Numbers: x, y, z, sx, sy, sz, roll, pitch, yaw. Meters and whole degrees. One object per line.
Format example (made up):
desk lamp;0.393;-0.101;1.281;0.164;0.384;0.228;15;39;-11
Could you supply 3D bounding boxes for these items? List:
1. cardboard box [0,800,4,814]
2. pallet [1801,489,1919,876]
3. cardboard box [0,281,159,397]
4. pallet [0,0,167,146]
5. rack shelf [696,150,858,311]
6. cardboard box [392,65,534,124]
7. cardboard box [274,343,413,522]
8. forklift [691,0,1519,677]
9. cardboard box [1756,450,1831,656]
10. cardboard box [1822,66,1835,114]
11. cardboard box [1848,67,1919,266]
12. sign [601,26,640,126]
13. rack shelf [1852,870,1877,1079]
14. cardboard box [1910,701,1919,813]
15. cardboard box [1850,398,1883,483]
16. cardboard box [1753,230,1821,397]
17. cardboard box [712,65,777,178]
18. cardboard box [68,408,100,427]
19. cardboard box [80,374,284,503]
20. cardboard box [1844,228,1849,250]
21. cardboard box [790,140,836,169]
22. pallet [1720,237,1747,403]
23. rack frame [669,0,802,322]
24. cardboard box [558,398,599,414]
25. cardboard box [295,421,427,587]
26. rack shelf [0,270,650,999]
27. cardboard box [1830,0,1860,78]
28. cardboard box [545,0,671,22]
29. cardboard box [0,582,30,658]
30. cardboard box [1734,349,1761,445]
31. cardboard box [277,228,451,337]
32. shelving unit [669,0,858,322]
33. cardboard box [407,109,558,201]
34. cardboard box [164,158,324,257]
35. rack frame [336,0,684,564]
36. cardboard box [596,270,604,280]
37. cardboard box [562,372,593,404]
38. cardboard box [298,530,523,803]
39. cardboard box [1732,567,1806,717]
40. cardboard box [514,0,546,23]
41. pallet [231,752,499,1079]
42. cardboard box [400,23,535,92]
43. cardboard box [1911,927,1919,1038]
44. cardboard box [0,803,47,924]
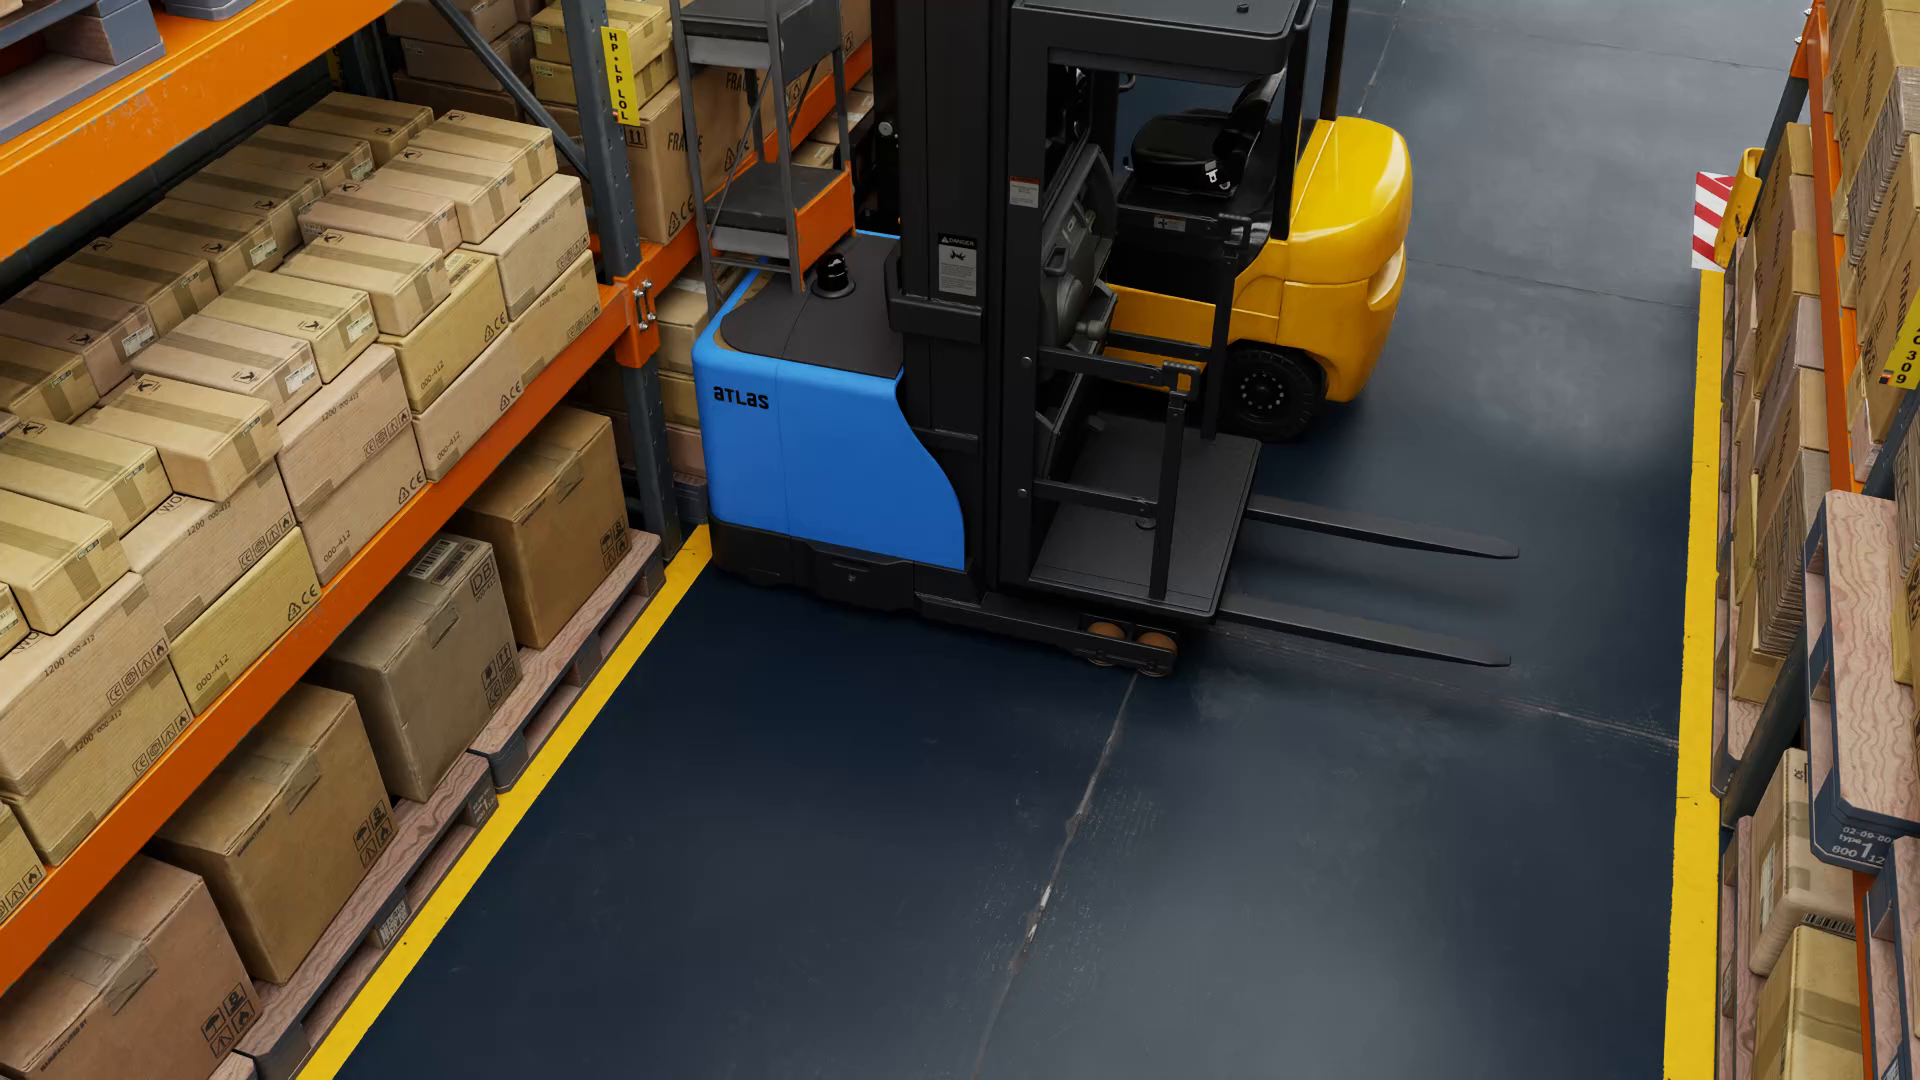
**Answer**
cardboard box;-2.423;0.590;3.478;0.500;0.250;0.500;15;43;16
pallet;2.659;0.411;4.105;1.003;0.211;1.213;13;42;15
cardboard box;-2.416;-0.547;4.504;0.380;0.149;0.250;13;42;15
pallet;-2.449;-0.941;3.377;1.003;0.211;1.213;15;43;17
rack shelf;-0.683;-1.129;6.325;0.431;0.518;0.480;11;36;18
cardboard box;-1.709;-1.567;6.199;0.500;0.500;0.500;13;42;15
cardboard box;-1.886;-0.346;4.575;0.500;0.250;0.500;14;42;16
forklift;0.598;-0.996;5.659;3.031;2.935;1.130;11;42;13
cardboard box;3.007;0.085;5.557;0.500;0.500;0.500;13;42;14
cardboard box;3.744;-1.833;6.781;0.380;0.149;0.250;14;42;16
cardboard box;3.318;-1.206;5.546;0.500;0.500;0.500;14;43;16
sign;-1.096;-1.491;5.355;0.100;0.325;0.005;13;42;15
rack shelf;2.373;1.398;3.355;1.077;0.370;4.000;13;42;15
cardboard box;2.274;0.420;3.317;0.500;0.500;0.500;13;42;15
cardboard box;2.880;-0.264;4.942;0.380;0.149;0.250;13;42;15
cardboard box;3.527;-0.865;6.670;0.500;0.500;0.500;14;42;16
cardboard box;-1.049;-1.767;6.433;0.500;0.500;0.500;14;42;16
cardboard box;-2.558;-0.147;4.341;0.500;0.250;0.500;13;42;14
cardboard box;-1.944;-0.257;4.164;0.380;0.149;0.250;12;42;14
cardboard box;3.340;-1.034;5.844;0.380;0.149;0.250;13;42;14
cardboard box;-0.805;-1.530;7.257;0.500;0.250;0.500;15;43;17
pallet;4.088;-0.941;7.690;1.003;0.211;1.213;13;42;15
rack frame;-0.771;-1.010;6.131;0.400;2.100;0.015;11;36;18
cardboard box;-1.633;-0.650;6.995;0.500;0.250;0.500;14;42;16
cardboard box;-1.901;-0.169;4.752;0.500;0.250;0.500;14;42;15
rack shelf;-2.293;0.298;4.643;1.077;0.370;4.000;13;42;15
cardboard box;3.828;-2.143;6.644;0.500;0.500;0.500;15;43;16
cardboard box;-1.233;-1.905;5.866;0.380;0.149;0.250;14;42;16
cardboard box;-2.302;0.183;3.648;0.380;0.149;0.250;14;42;16
cardboard box;3.532;-0.573;6.906;0.500;0.250;0.500;16;43;18
cardboard box;-1.687;-0.733;4.722;0.380;0.149;0.250;12;42;14
shelving unit;-0.684;-1.140;6.318;0.431;2.100;0.503;11;36;18
cardboard box;-1.517;-1.222;5.295;0.380;0.149;0.250;15;43;17
cardboard box;-2.158;-1.009;5.045;0.380;0.149;0.250;13;42;15
rack frame;-1.609;-1.195;5.840;1.000;3.000;0.127;13;42;15
cardboard box;-1.622;-1.032;6.673;0.500;0.250;0.500;14;42;16
cardboard box;-1.635;-0.841;6.835;0.500;0.250;0.500;12;42;14
cardboard box;-2.049;0.341;5.545;0.875;0.625;0.625;13;42;15
cardboard box;3.006;0.370;5.800;0.500;0.250;0.500;15;43;17
cardboard box;-1.659;-1.999;5.976;0.380;0.149;0.250;12;42;14
pallet;-2.240;1.070;5.333;1.003;0.211;1.213;13;42;15
cardboard box;-1.740;-1.733;5.893;0.380;0.149;0.250;13;42;15
cardboard box;2.099;0.896;3.259;0.380;0.149;0.250;15;43;17
cardboard box;-2.419;0.780;3.641;0.500;0.250;0.500;12;42;14
